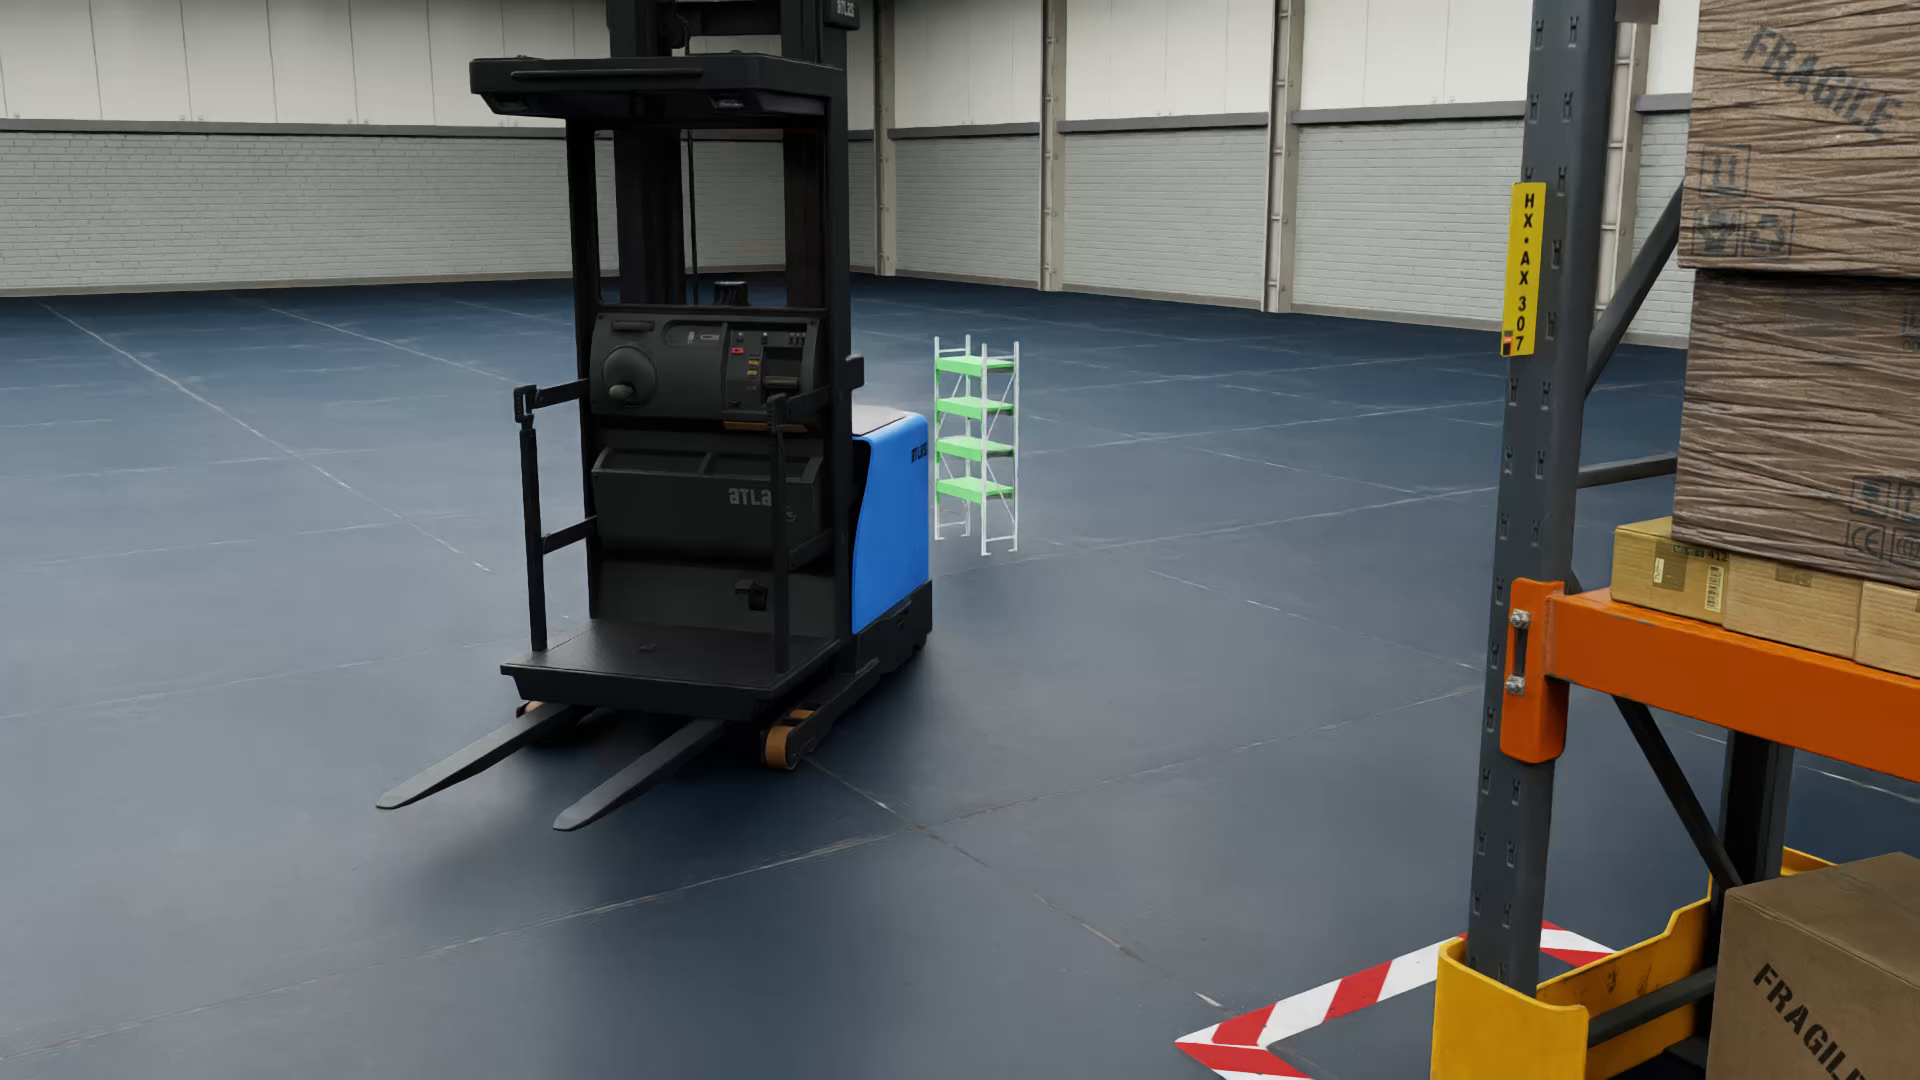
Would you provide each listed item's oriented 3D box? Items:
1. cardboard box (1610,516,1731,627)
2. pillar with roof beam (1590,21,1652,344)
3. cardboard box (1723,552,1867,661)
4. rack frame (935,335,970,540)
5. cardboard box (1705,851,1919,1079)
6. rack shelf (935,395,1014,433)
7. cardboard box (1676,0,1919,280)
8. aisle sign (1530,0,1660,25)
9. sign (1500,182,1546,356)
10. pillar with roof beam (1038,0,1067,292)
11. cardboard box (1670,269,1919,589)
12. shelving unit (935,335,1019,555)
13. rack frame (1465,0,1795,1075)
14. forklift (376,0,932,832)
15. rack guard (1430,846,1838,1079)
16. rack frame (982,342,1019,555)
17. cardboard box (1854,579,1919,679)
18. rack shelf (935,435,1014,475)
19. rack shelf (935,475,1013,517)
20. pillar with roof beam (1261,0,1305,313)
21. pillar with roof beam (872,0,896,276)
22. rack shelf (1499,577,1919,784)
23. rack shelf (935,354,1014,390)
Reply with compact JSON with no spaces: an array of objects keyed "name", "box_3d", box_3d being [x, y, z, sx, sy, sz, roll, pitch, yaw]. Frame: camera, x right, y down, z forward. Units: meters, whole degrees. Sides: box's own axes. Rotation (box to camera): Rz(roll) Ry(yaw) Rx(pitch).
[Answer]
[{"name":"cardboard box","box_3d":[1.488,0.044,3.226,0.380,0.149,0.250,-8,15,-33]},{"name":"pillar with roof beam","box_3d":[4.775,-6.449,18.290,9.100,9.000,0.400,-8,15,-33]},{"name":"cardboard box","box_3d":[1.611,0.091,3.012,0.380,0.149,0.250,-8,15,-33]},{"name":"rack frame","box_3d":[-0.043,-0.600,9.797,0.240,1.200,0.015,-8,15,-33]},{"name":"cardboard box","box_3d":[1.861,0.972,3.265,0.500,0.500,0.500,-5,13,-22]},{"name":"rack shelf","box_3d":[0.092,-0.729,9.561,0.258,0.148,0.480,-8,15,-33]},{"name":"cardboard box","box_3d":[1.607,-0.710,2.816,0.500,0.500,0.500,-8,15,-33]},{"name":"aisle sign","box_3d":[1.245,-1.403,3.170,0.394,0.787,0.004,-8,15,-33]},{"name":"sign","box_3d":[1.077,-0.516,3.174,0.100,0.325,0.005,-8,15,-33]},{"name":"pillar with roof beam","box_3d":[-1.873,-8.584,28.049,9.100,9.000,0.400,-8,15,-33]},{"name":"cardboard box","box_3d":[1.811,-0.250,3.055,0.875,0.500,0.500,-8,15,-33]},{"name":"shelving unit","box_3d":[0.092,-0.557,9.599,0.258,1.200,0.503,-8,15,-33]},{"name":"rack frame","box_3d":[1.529,-0.157,3.560,1.000,3.000,0.127,-8,15,-33]},{"name":"forklift","box_3d":[-1.038,-0.689,6.150,1.130,2.935,3.031,4,13,16]},{"name":"rack guard","box_3d":[1.571,1.077,3.765,1.175,0.500,0.348,-8,15,-33]},{"name":"rack frame","box_3d":[0.227,-0.513,9.401,0.240,1.200,0.015,-8,15,-33]},{"name":"cardboard box","box_3d":[1.737,0.137,2.801,0.380,0.149,0.250,-8,15,-33]},{"name":"rack shelf","box_3d":[0.092,-0.494,9.613,0.258,0.148,0.480,-8,15,-33]},{"name":"rack shelf","box_3d":[0.092,-0.260,9.664,0.258,0.148,0.480,-8,15,-33]},{"name":"pillar with roof beam","box_3d":[1.451,-7.517,23.170,9.100,9.000,0.400,-8,15,-33]},{"name":"pillar with roof beam","box_3d":[-5.198,-9.651,32.929,9.100,9.000,0.400,-8,15,-33]},{"name":"rack shelf","box_3d":[2.637,0.550,2.010,1.077,0.370,4.000,-8,15,-33]},{"name":"rack shelf","box_3d":[0.092,-0.963,9.510,0.258,0.148,0.480,-8,15,-33]}]
